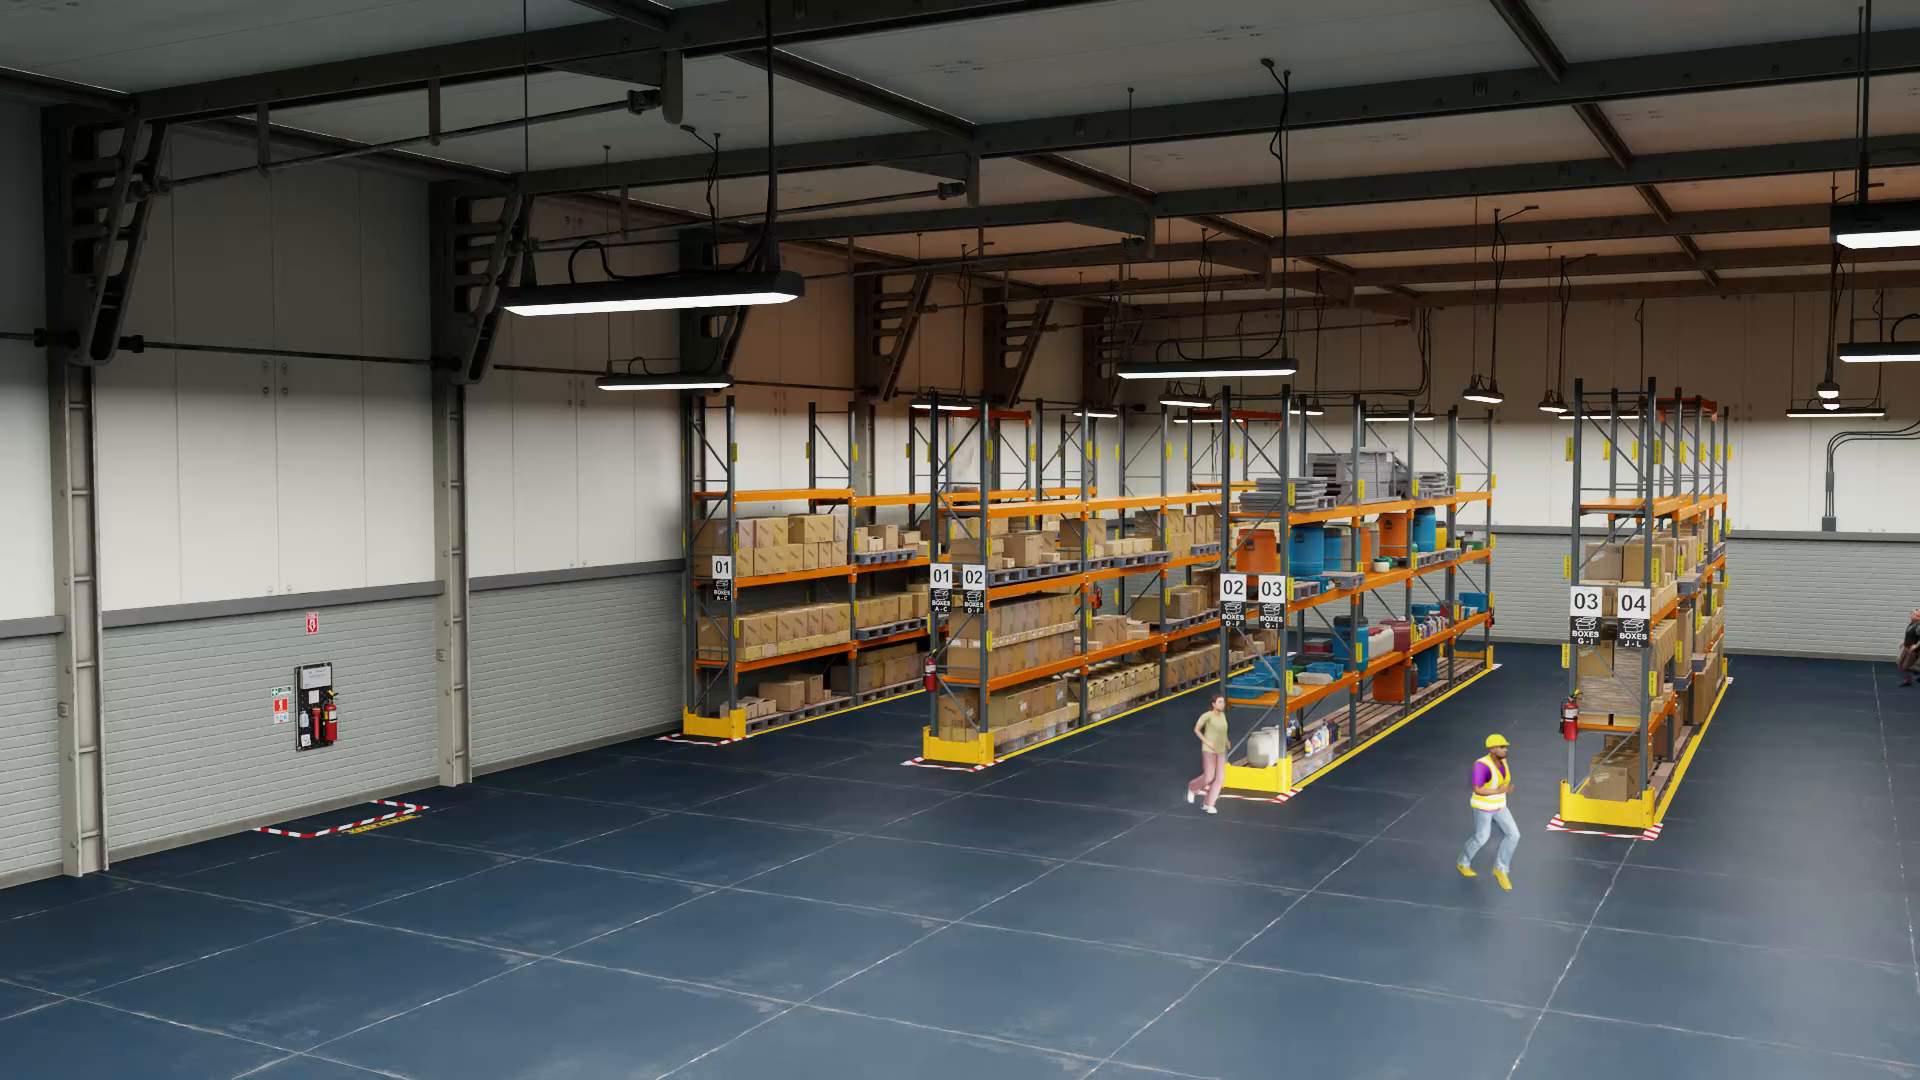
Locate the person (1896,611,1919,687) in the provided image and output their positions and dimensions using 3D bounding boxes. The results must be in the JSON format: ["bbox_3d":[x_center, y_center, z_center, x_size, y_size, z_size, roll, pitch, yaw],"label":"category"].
[{"bbox_3d":[20.306,2.330,35.317,0.579,1.680,0.701,0,3,2],"label":"person"}]

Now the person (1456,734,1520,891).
[{"bbox_3d":[6.100,3.119,19.207,0.728,1.790,0.840,-2,4,-35],"label":"person"}]

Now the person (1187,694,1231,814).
[{"bbox_3d":[3.532,2.962,23.347,0.613,1.630,0.681,-2,4,-33],"label":"person"}]
